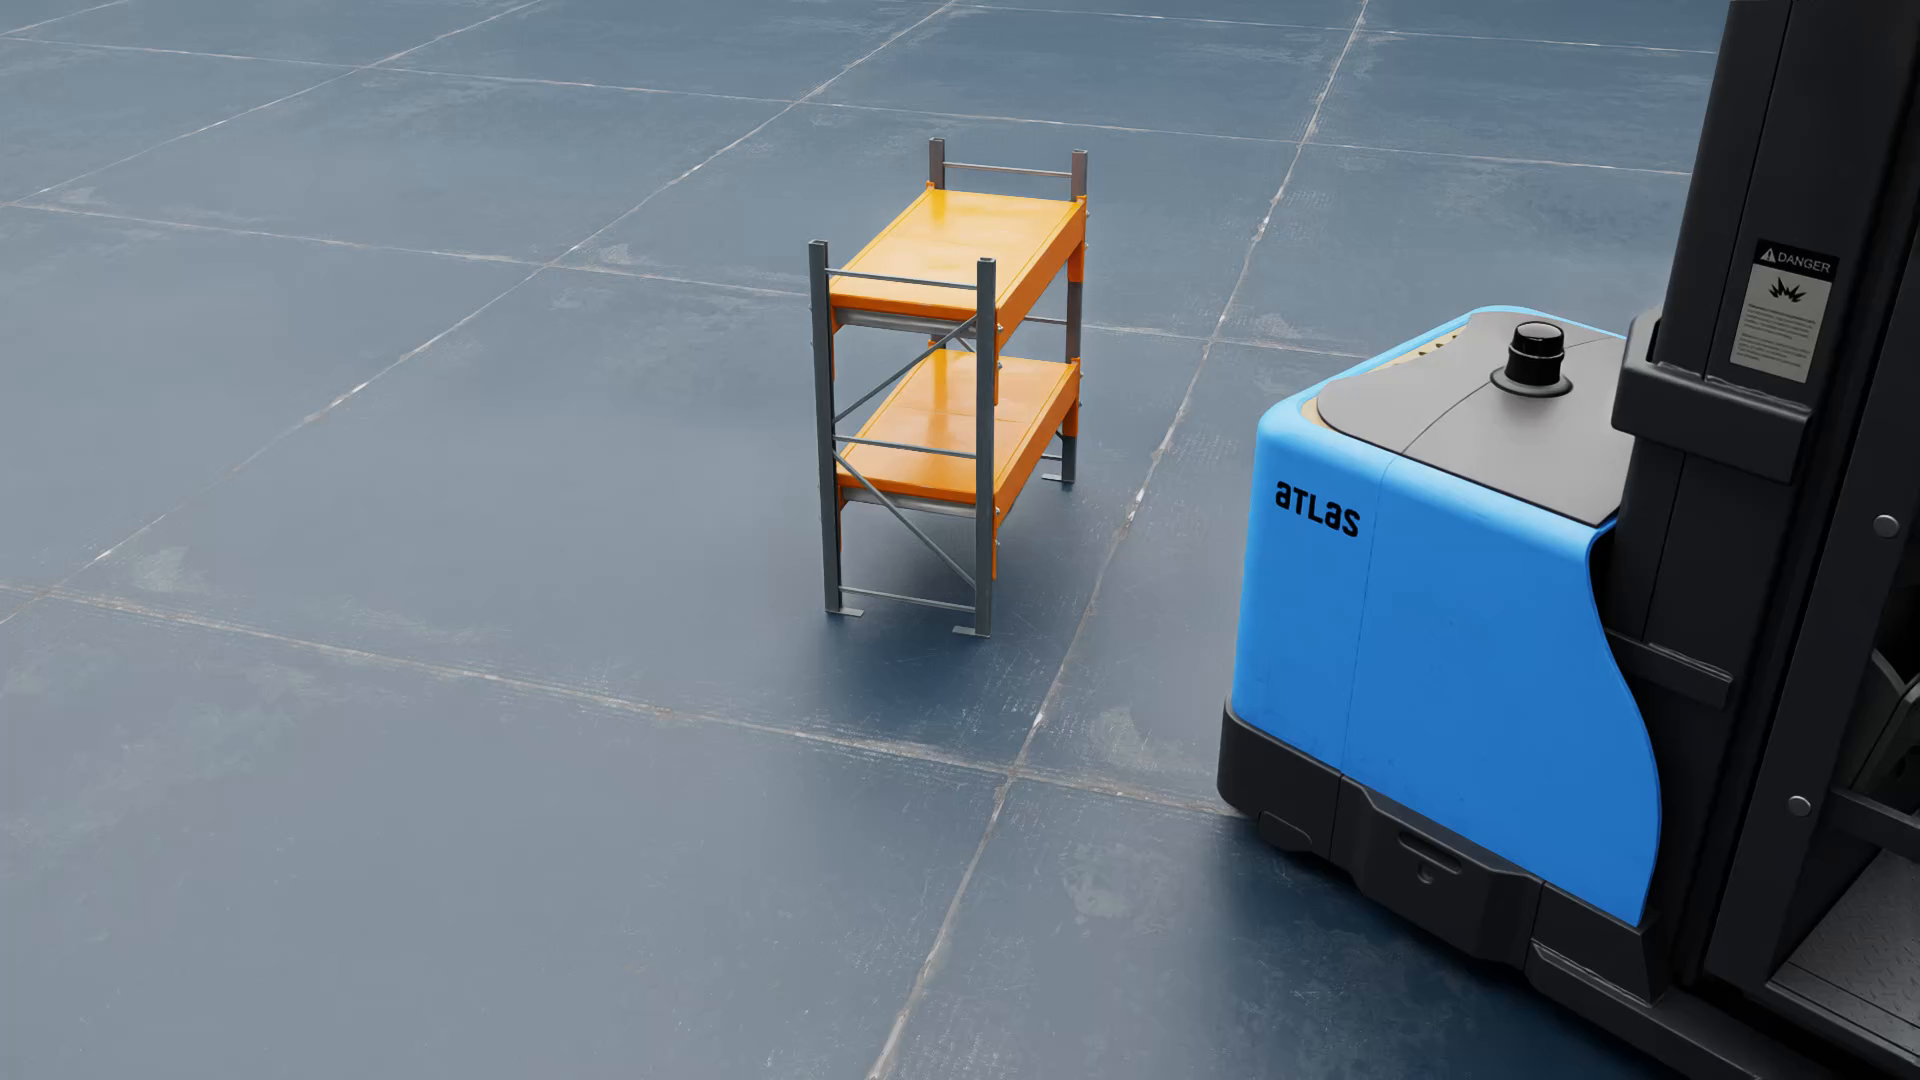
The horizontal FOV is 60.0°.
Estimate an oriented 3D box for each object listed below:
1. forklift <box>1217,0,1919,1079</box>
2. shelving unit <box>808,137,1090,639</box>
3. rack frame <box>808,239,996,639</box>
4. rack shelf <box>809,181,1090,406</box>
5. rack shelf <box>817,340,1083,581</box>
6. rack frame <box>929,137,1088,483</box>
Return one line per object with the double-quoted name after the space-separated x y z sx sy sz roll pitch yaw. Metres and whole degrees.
2.004 -0.264 2.709 1.130 2.935 3.031 -25 38 -37 "forklift"
-0.002 -0.488 4.971 0.538 1.125 1.048 8 30 15 "shelving unit"
-0.151 -0.252 4.546 0.500 1.125 0.032 8 30 15 "rack frame"
-0.002 -0.744 4.829 0.538 0.278 1.000 8 30 15 "rack shelf"
-0.002 -0.275 5.090 0.538 0.278 1.000 8 30 15 "rack shelf"
0.147 -0.725 5.396 0.500 1.125 0.032 8 30 15 "rack frame"
